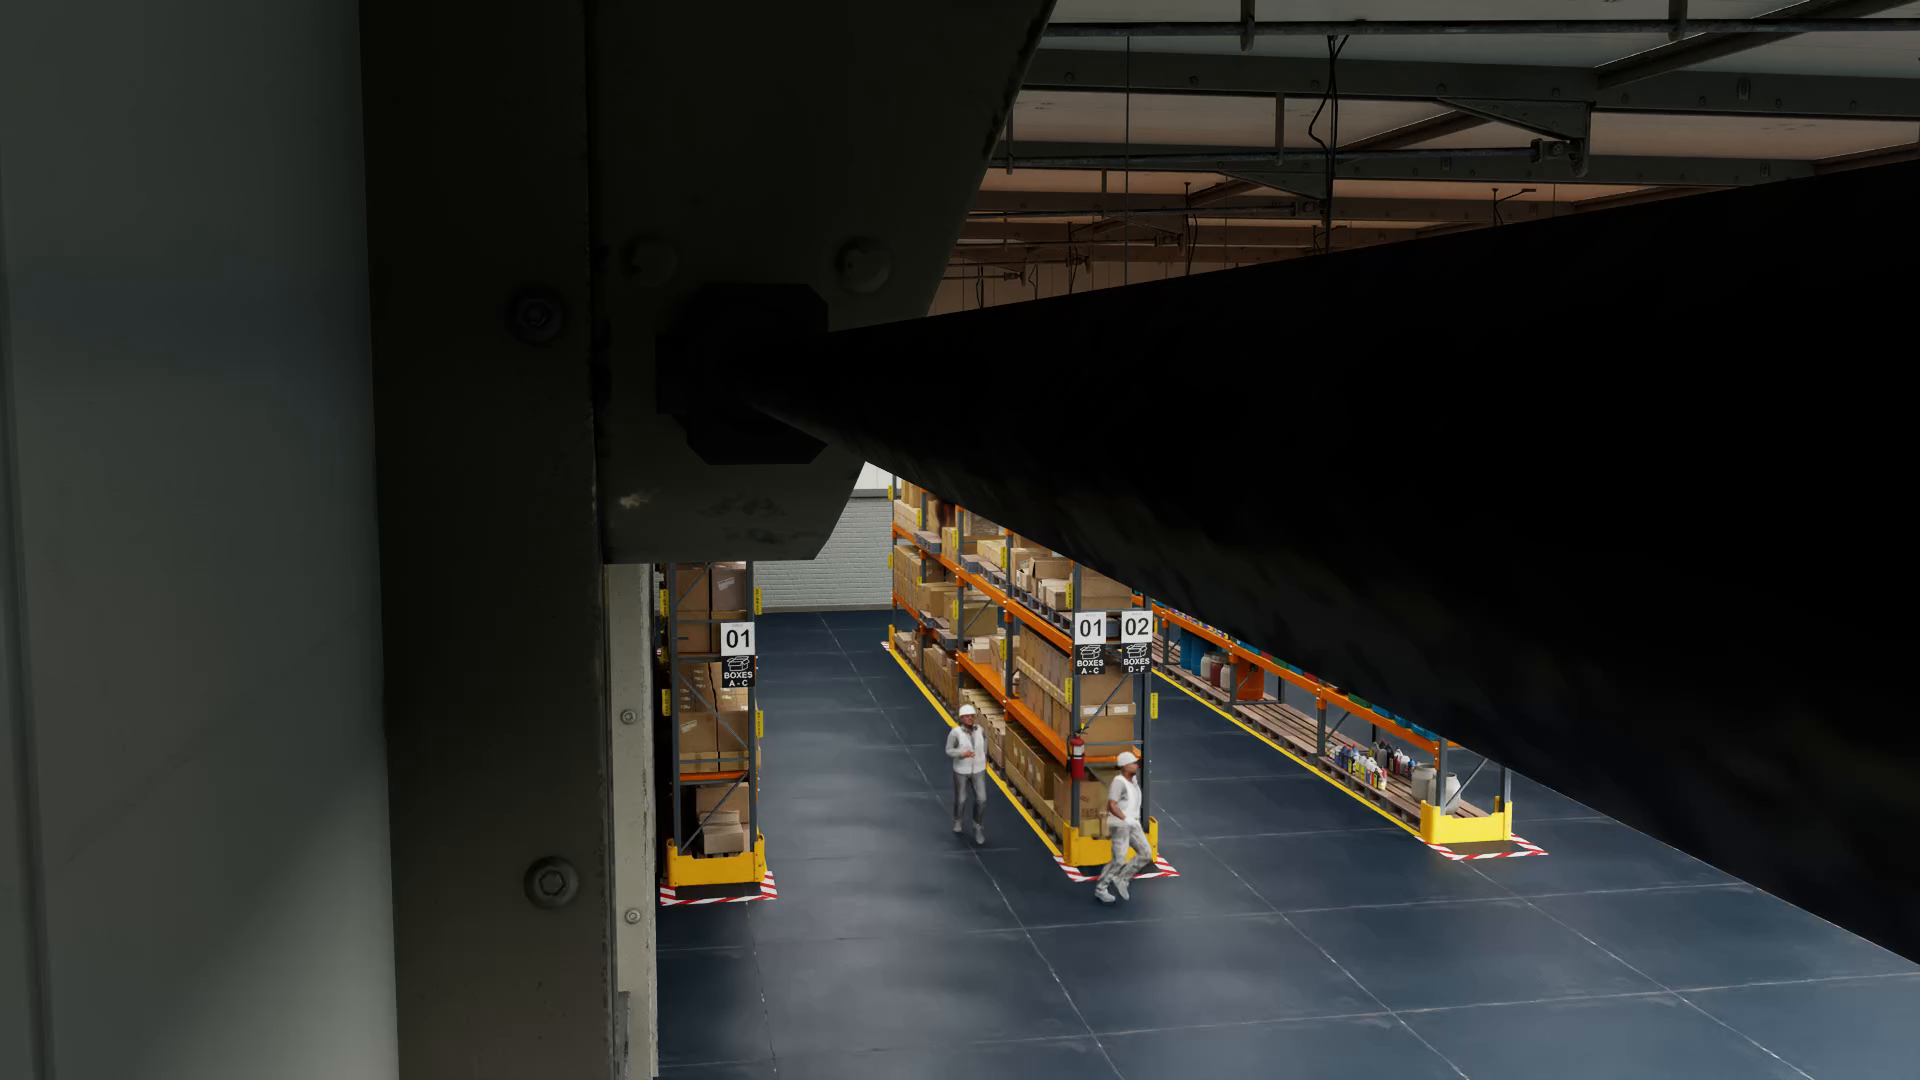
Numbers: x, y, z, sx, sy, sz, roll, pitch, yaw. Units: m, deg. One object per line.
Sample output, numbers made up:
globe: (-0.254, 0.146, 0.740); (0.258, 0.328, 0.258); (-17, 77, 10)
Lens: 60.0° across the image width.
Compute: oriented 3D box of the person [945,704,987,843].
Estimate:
person: (0.106, 3.082, 21.972); (0.657, 1.846, 0.768); (-2, 6, -16)

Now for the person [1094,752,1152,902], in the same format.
person: (1.965, 3.356, 19.542); (0.606, 1.735, 0.745); (4, 7, 31)
